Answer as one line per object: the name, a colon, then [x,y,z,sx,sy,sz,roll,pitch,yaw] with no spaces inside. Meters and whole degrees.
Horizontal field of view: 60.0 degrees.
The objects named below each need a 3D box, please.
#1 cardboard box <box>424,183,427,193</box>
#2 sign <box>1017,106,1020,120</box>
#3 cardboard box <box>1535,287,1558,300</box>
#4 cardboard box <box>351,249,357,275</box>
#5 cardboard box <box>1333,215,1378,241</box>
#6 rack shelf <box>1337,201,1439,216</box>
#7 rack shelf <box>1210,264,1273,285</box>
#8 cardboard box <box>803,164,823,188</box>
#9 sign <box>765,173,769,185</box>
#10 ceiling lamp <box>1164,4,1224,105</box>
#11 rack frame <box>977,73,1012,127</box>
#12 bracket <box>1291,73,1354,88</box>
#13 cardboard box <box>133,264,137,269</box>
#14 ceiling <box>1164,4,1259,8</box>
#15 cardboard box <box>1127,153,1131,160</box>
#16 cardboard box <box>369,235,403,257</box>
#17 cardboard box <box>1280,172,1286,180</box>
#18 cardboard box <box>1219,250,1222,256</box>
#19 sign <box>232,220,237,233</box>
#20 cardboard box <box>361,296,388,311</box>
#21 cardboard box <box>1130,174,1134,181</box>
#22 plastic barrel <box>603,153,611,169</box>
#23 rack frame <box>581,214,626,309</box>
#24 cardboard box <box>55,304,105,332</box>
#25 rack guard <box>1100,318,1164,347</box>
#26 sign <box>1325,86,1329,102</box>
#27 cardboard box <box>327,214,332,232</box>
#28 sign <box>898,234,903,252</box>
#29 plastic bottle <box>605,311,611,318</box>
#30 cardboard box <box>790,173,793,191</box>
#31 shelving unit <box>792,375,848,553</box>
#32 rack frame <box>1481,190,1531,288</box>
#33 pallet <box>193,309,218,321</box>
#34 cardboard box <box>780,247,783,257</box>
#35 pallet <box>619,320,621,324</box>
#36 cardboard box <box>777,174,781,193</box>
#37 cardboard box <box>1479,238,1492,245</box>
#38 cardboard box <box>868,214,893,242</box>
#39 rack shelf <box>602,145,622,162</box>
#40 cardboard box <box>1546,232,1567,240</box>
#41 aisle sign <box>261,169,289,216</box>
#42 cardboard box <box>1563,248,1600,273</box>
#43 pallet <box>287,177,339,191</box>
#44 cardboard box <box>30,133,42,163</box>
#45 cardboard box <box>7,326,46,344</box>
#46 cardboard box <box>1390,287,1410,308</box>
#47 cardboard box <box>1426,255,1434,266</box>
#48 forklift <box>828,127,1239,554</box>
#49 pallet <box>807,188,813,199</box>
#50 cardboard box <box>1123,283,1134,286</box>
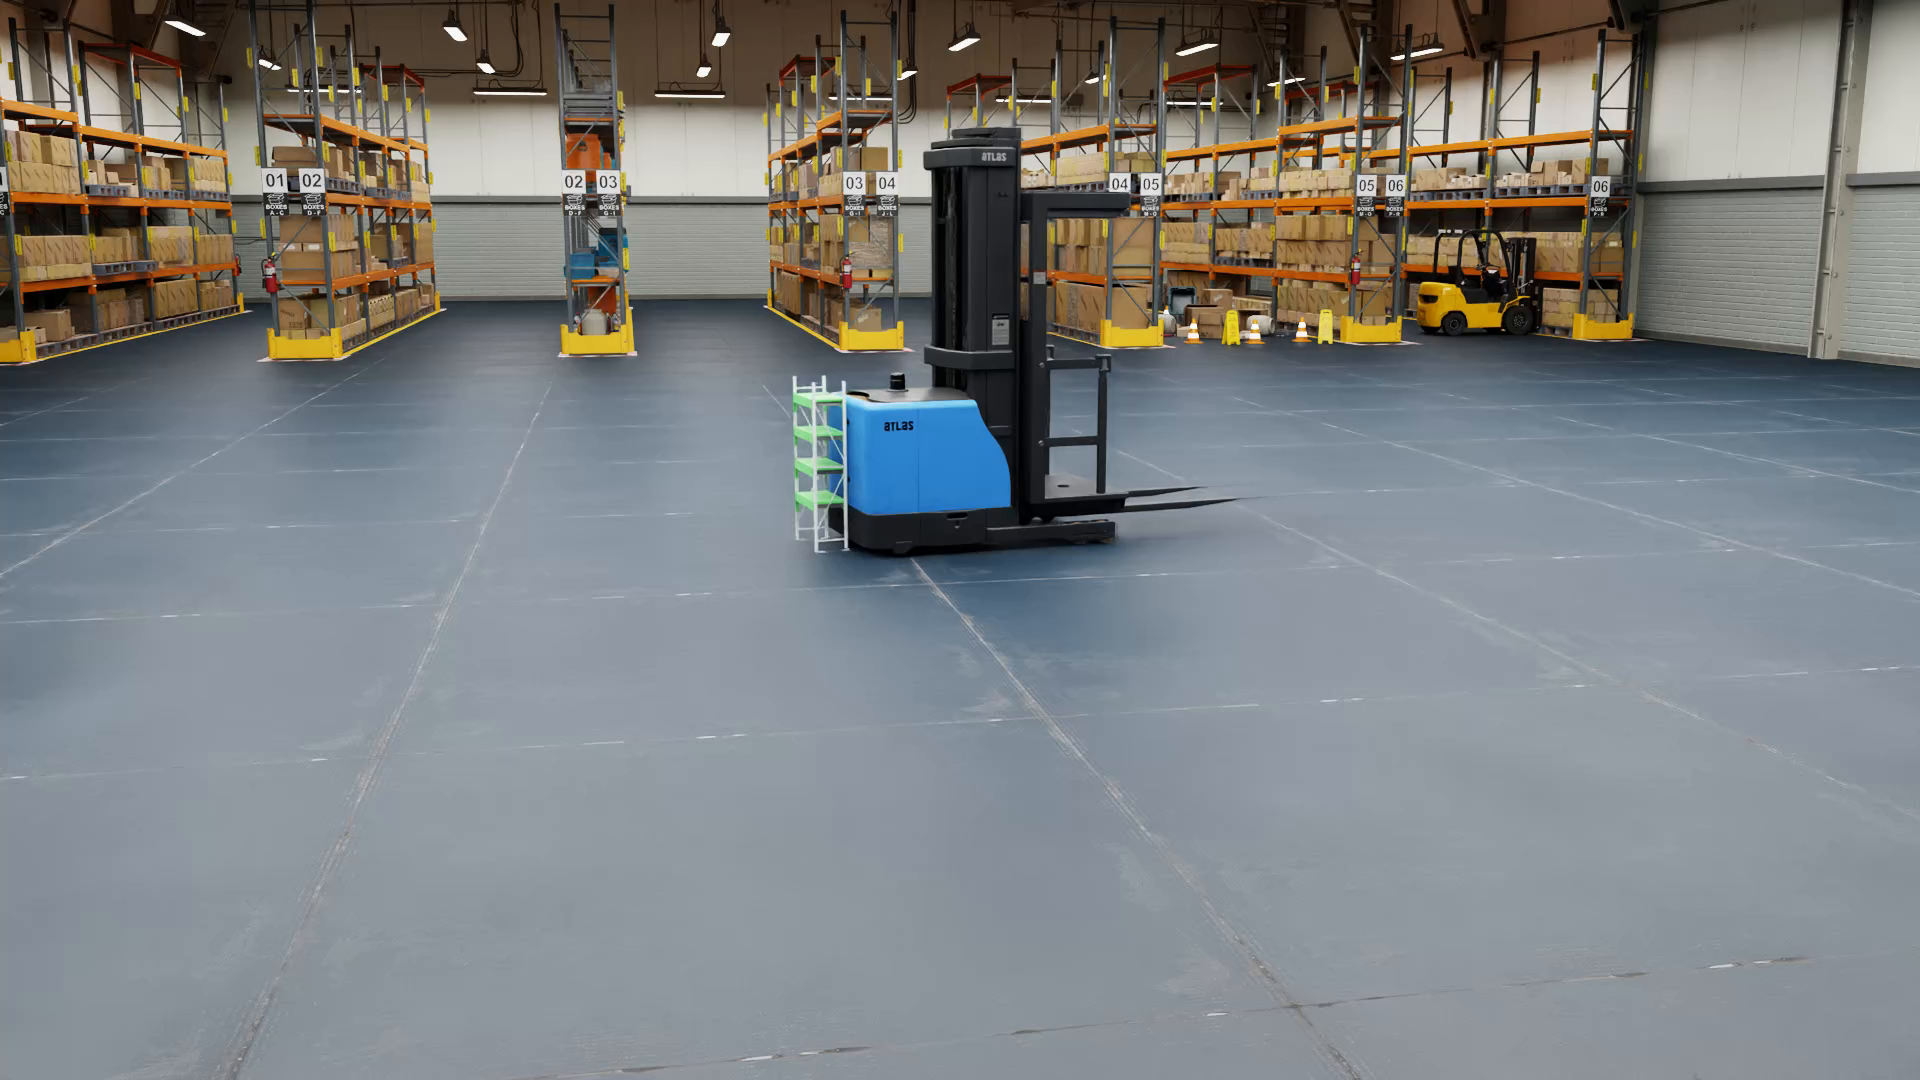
cardboard box: [-14.009,-9.050,42.765,0.500,0.250,0.500,-2,11,-11]
sign: [1.467,-10.874,42.340,0.100,0.325,0.005,-2,11,-11]
cardboard box: [12.353,-5.153,34.807,0.500,0.250,0.500,-2,11,-10]
cardboard box: [-12.031,-5.348,32.007,0.700,0.500,0.500,-2,11,-12]
cardboard box: [7.780,-6.139,32.691,0.700,0.500,0.500,-2,11,-12]
rack shelf: [11.017,-8.502,42.746,1.077,0.370,4.000,-2,11,-11]
rack shelf: [6.926,-6.114,38.220,1.077,0.370,4.000,-2,11,-11]
cardboard box: [-3.144,-7.961,36.375,0.500,0.500,0.500,-2,11,-13]
sign: [-5.285,-9.864,45.425,0.100,0.325,0.005,-2,11,-11]
ceiling lamp: [7.045,-14.704,49.772,2.000,3.185,0.800,-2,11,-11]
rack frame: [0.924,-10.316,42.330,1.000,3.000,0.127,-2,11,-11]
bracket: [10.446,-13.160,47.647,0.076,0.066,4.783,-2,11,-11]
cardboard box: [-17.596,-5.889,35.730,0.380,0.149,0.250,-2,11,-12]
ceiling: [9.900,-16.366,50.049,6.000,0.001,6.000,-2,11,-11]
cardboard box: [3.407,-7.331,31.818,0.380,0.149,0.250,-2,11,-12]
cardboard box: [-13.275,-6.781,38.413,0.700,0.500,0.500,-5,12,-25]
cardboard box: [7.057,-7.773,35.528,0.380,0.149,0.250,-2,11,-12]
cardboard box: [6.418,-6.851,39.715,0.380,0.149,0.250,-3,11,-14]
sign: [-18.780,-8.103,43.016,0.100,0.325,0.005,-2,11,-11]
cardboard box: [-12.355,-4.970,35.019,0.500,0.311,0.500,-2,11,-11]
cardboard box: [3.455,-6.895,31.659,0.380,0.149,0.250,-2,11,-10]
plastic barrel: [-8.149,-8.289,37.428,0.600,0.830,0.708,-2,11,-11]
rack frame: [-8.820,-7.027,41.095,1.000,3.000,0.127,-2,11,-11]
cardboard box: [-17.141,-4.322,32.392,0.700,0.500,0.500,-2,11,-9]
rack guard: [3.262,-3.936,31.539,1.175,0.500,0.348,-2,11,-11]
sign: [7.851,-9.562,35.656,0.100,0.325,0.005,-2,11,-11]
cardboard box: [-11.541,-5.525,29.467,0.700,0.500,0.500,-2,11,-12]
sign: [-1.095,-5.451,30.501,0.100,0.325,0.005,-2,11,-11]
plastic bottle: [-6.997,-4.362,32.999,0.144,0.351,0.185,-2,11,-11]
cardboard box: [-3.839,-8.830,41.155,0.700,0.500,0.500,-2,11,-10]
shelving unit: [-0.999,-0.550,11.876,0.258,1.200,0.503,-4,12,-21]
rack frame: [12.184,-6.282,37.177,1.000,3.000,0.127,-2,11,-11]
pallet: [-18.609,-5.439,40.210,1.003,0.211,1.213,-2,11,-11]
cardboard box: [-4.305,-7.351,42.402,0.500,0.250,0.500,-2,11,-12]
pallet: [-7.695,-4.557,35.574,1.003,0.211,1.213,-2,11,-11]
cardboard box: [-4.446,-9.425,44.012,0.700,0.500,0.500,-3,11,-15]
cardboard box: [11.899,-6.704,37.394,0.380,0.149,0.250,-2,11,-9]
cardboard box: [-1.467,-5.804,30.929,0.500,0.500,0.500,-2,11,-11]
rack shelf: [-8.431,-9.058,38.711,1.077,0.370,4.000,-2,11,-11]
cardboard box: [12.394,-6.303,34.493,0.380,0.149,0.250,-2,11,-10]
aisle sign: [-11.621,-5.901,28.226,0.394,0.787,0.004,-2,11,-11]
cardboard box: [12.608,-5.678,33.738,0.500,0.500,0.500,-2,11,-12]
pallet: [-11.457,-6.208,29.003,1.003,0.211,1.213,-2,11,-11]
cardboard box: [-16.199,-6.757,28.656,0.500,0.500,0.500,-2,11,-9]
cardboard box: [-16.361,-3.596,29.082,0.500,0.311,0.500,-1,11,-6]
cardboard box: [11.113,-6.063,41.593,0.500,0.500,0.500,-2,11,-9]
cardboard box: [11.452,-6.665,39.591,0.500,0.250,0.500,-2,11,-13]
forklift: [0.595,-1.492,12.194,3.031,2.935,1.130,-4,12,-21]
pallet: [-2.626,-7.429,35.683,1.213,0.211,1.003,-2,11,-11]
cardboard box: [5.208,-7.132,47.372,0.875,0.438,0.875,-3,11,-13]
